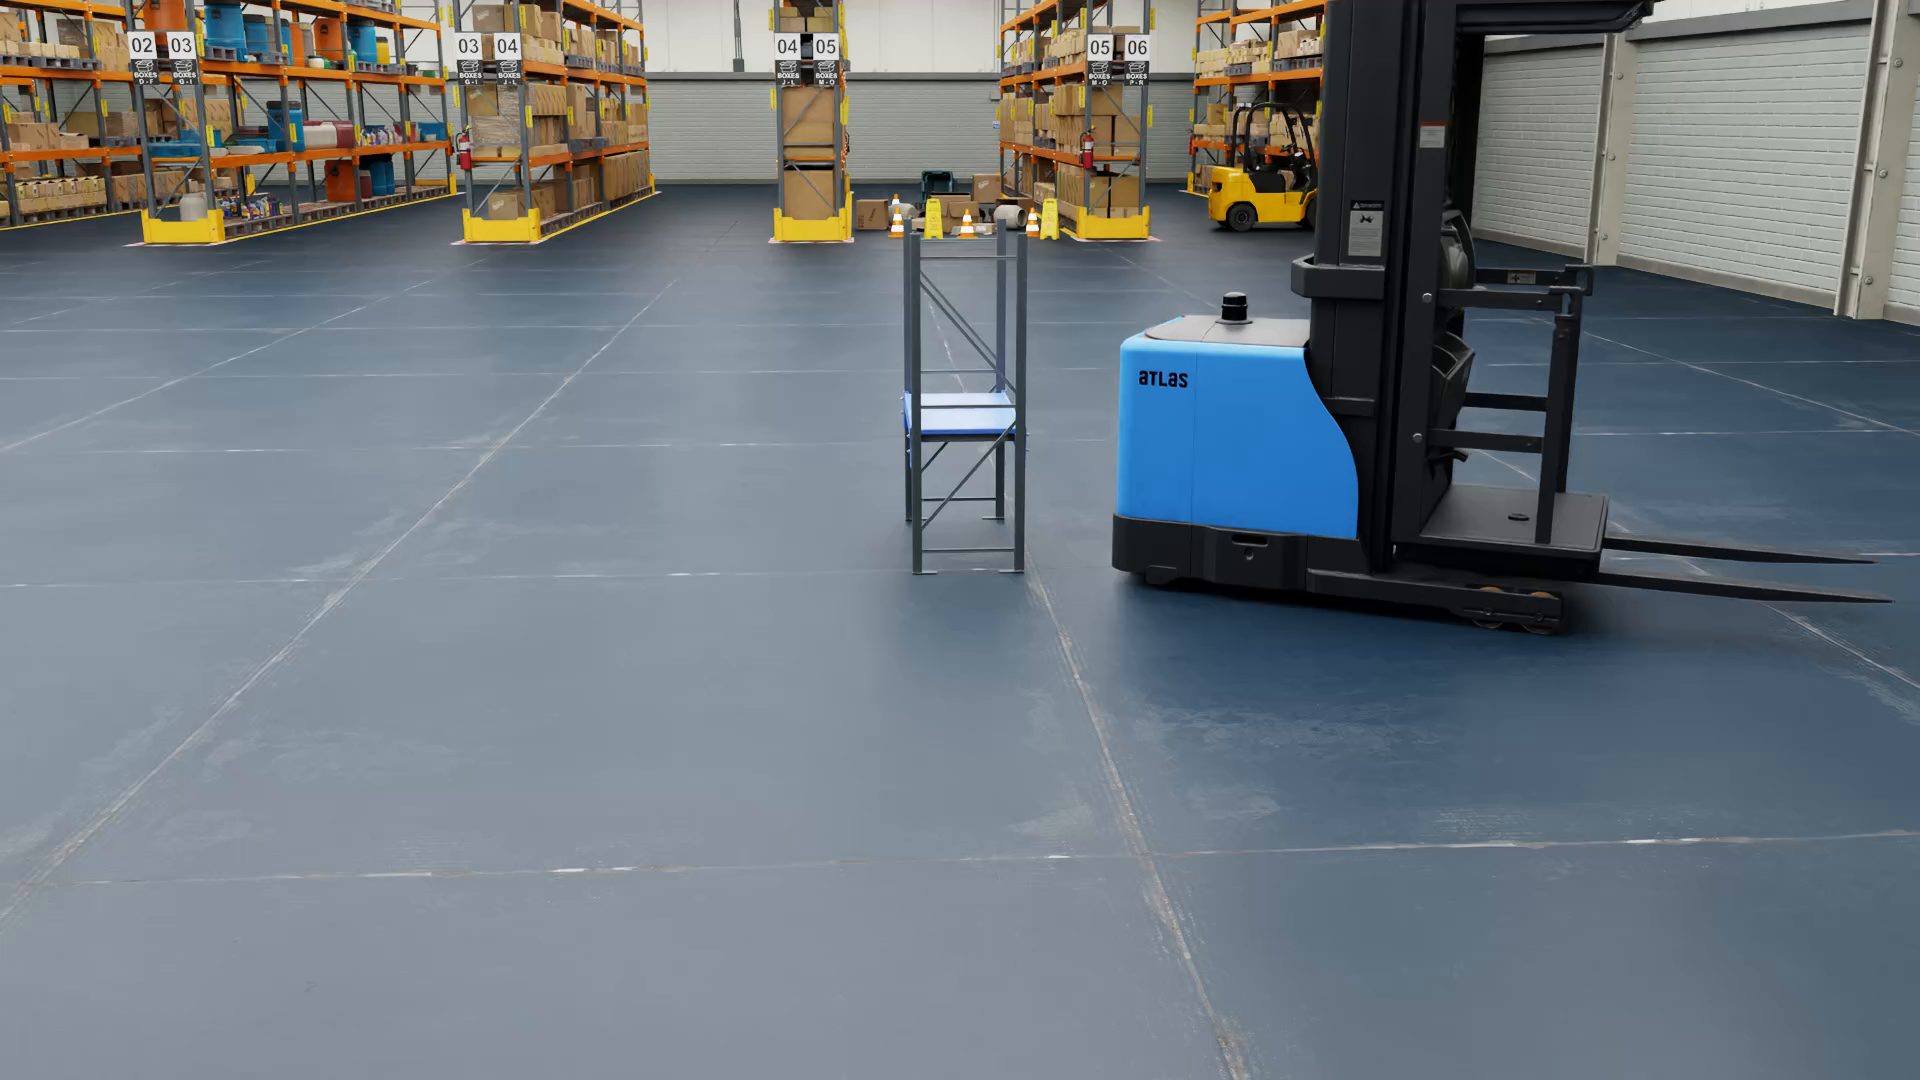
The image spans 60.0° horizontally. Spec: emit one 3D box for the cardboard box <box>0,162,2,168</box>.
[{"bbox_3d":[-23.209,-8.997,39.846,0.380,0.149,0.250,-1,14,-3],"label":"cardboard box"}]

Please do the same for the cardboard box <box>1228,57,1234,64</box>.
[{"bbox_3d":[6.335,-10.925,37.910,0.380,0.149,0.250,-1,14,-3],"label":"cardboard box"}]

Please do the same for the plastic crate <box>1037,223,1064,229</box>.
[{"bbox_3d":[1.552,-5.604,29.645,0.402,0.080,0.583,-6,16,-23],"label":"plastic crate"}]

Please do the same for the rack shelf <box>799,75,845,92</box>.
[{"bbox_3d":[-3.033,-9.916,35.969,1.077,0.370,4.000,-1,14,-3],"label":"rack shelf"}]

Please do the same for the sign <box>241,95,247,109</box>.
[{"bbox_3d":[-17.693,-10.818,41.092,0.100,0.325,0.005,-1,14,-3],"label":"sign"}]

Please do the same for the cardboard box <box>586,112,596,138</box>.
[{"bbox_3d":[-7.658,-8.243,33.002,0.700,0.500,0.500,1,14,5],"label":"cardboard box"}]

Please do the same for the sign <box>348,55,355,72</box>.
[{"bbox_3d":[-12.260,-9.598,33.502,0.100,0.325,0.005,-1,14,-3],"label":"sign"}]

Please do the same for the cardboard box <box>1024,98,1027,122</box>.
[{"bbox_3d":[1.668,-9.324,36.038,0.500,0.500,0.500,-1,14,-3],"label":"cardboard box"}]

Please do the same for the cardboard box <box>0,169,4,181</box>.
[{"bbox_3d":[-22.946,-8.461,39.065,0.700,0.500,0.500,-1,14,-2],"label":"cardboard box"}]

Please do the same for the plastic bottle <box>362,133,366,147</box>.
[{"bbox_3d":[-12.504,-8.391,34.855,0.061,0.283,0.133,-1,14,-3],"label":"plastic bottle"}]

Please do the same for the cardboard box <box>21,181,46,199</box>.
[{"bbox_3d":[-17.308,-6.490,30.782,0.500,0.311,0.500,-1,14,-4],"label":"cardboard box"}]

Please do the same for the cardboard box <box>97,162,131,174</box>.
[{"bbox_3d":[-18.120,-7.974,35.625,0.500,0.250,0.500,-1,14,-4],"label":"cardboard box"}]

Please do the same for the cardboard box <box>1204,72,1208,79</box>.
[{"bbox_3d":[6.249,-11.473,41.084,0.380,0.149,0.250,-1,14,-4],"label":"cardboard box"}]

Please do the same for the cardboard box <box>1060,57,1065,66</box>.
[{"bbox_3d":[2.006,-8.604,29.933,0.380,0.149,0.250,-1,14,-3],"label":"cardboard box"}]

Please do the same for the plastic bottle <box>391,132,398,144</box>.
[{"bbox_3d":[-12.710,-9.028,37.343,0.152,0.276,0.135,-1,14,-3],"label":"plastic bottle"}]

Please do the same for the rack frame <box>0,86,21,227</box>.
[{"bbox_3d":[-17.505,-7.116,29.663,1.000,3.000,0.127,-1,14,-3],"label":"rack frame"}]

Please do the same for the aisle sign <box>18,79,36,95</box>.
[{"bbox_3d":[-22.897,-11.304,40.725,0.394,0.787,0.004,-1,14,-3],"label":"aisle sign"}]

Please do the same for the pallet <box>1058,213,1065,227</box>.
[{"bbox_3d":[2.350,-5.904,30.549,1.003,0.211,1.213,-1,14,-3],"label":"pallet"}]

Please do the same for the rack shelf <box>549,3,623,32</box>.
[{"bbox_3d":[-7.989,-11.123,35.445,1.077,0.370,4.000,-1,14,-3],"label":"rack shelf"}]

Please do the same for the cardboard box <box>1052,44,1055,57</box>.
[{"bbox_3d":[2.036,-9.400,31.979,0.500,0.250,0.500,-1,14,-3],"label":"cardboard box"}]

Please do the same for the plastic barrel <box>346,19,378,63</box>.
[{"bbox_3d":[-12.798,-10.658,35.560,0.600,0.901,0.708,-1,14,-3],"label":"plastic barrel"}]

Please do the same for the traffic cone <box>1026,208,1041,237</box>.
[{"bbox_3d":[1.207,-5.284,27.636,0.336,0.463,0.334,-1,14,-3],"label":"traffic cone"}]

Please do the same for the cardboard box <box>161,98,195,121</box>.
[{"bbox_3d":[-17.749,-9.760,37.731,0.500,0.500,0.500,-1,14,-2],"label":"cardboard box"}]

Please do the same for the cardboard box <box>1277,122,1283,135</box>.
[{"bbox_3d":[6.793,-8.424,34.045,0.500,0.250,0.500,0,14,-2],"label":"cardboard box"}]

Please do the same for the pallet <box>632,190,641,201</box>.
[{"bbox_3d":[-8.082,-8.097,39.074,1.003,0.211,1.213,-1,14,-3],"label":"pallet"}]

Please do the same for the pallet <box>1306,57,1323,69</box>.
[{"bbox_3d":[7.160,-9.078,31.652,0.805,0.209,1.217,-1,15,-6],"label":"pallet"}]

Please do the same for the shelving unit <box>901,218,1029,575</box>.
[{"bbox_3d":[0.005,-0.705,7.757,0.538,1.500,1.048,-1,14,-3],"label":"shelving unit"}]

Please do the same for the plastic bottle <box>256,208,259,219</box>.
[{"bbox_3d":[-12.148,-5.645,28.679,0.097,0.201,0.097,0,14,0],"label":"plastic bottle"}]

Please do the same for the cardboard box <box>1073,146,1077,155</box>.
[{"bbox_3d":[2.118,-6.583,28.096,0.380,0.149,0.250,-1,14,-2],"label":"cardboard box"}]

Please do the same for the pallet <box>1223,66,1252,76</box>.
[{"bbox_3d":[6.702,-10.686,37.898,1.213,0.211,1.003,-1,14,-3],"label":"pallet"}]

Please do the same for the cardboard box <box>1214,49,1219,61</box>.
[{"bbox_3d":[6.397,-11.628,39.882,0.500,0.250,0.500,-1,14,-2],"label":"cardboard box"}]

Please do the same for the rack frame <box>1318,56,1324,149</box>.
[{"bbox_3d":[7.227,-7.498,31.150,1.000,3.000,0.127,-1,14,-3],"label":"rack frame"}]

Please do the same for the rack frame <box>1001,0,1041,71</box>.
[{"bbox_3d":[1.530,-13.311,41.700,1.000,3.000,0.127,-1,14,-3],"label":"rack frame"}]

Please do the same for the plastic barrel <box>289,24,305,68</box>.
[{"bbox_3d":[-12.934,-9.477,31.957,0.600,0.830,0.708,-1,14,-3],"label":"plastic barrel"}]

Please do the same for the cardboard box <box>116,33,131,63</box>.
[{"bbox_3d":[-17.958,-10.400,35.164,0.600,0.600,0.600,-1,15,-6],"label":"cardboard box"}]

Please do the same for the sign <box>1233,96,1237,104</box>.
[{"bbox_3d":[7.039,-11.200,42.579,0.100,0.325,0.005,-1,14,-3],"label":"sign"}]

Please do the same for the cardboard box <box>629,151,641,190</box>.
[{"bbox_3d":[-8.130,-8.821,39.712,0.875,0.875,0.875,-1,14,-3],"label":"cardboard box"}]

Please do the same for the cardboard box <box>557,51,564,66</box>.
[{"bbox_3d":[-7.329,-8.539,29.474,0.500,0.250,0.500,0,14,-1],"label":"cardboard box"}]

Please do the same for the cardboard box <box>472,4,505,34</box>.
[{"bbox_3d":[-7.718,-8.542,27.385,0.500,0.500,0.500,-1,14,-3],"label":"cardboard box"}]

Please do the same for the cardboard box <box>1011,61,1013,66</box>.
[{"bbox_3d":[1.402,-11.213,39.027,0.380,0.149,0.250,-1,14,-2],"label":"cardboard box"}]

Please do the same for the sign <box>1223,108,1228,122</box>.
[{"bbox_3d":[6.191,-9.897,38.735,0.100,0.325,0.005,-1,14,-3],"label":"sign"}]

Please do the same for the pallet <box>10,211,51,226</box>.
[{"bbox_3d":[-17.590,-5.948,30.720,1.003,0.211,1.213,-1,14,-3],"label":"pallet"}]

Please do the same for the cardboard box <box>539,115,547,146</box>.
[{"bbox_3d":[-7.534,-6.975,28.317,0.875,0.500,0.500,-1,14,-3],"label":"cardboard box"}]

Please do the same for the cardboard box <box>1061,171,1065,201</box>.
[{"bbox_3d":[2.085,-6.372,29.942,0.500,0.500,0.500,0,14,-1],"label":"cardboard box"}]

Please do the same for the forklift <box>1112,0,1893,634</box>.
[{"bbox_3d":[2.233,-1.197,6.796,3.031,2.935,1.130,6,16,22],"label":"forklift"}]

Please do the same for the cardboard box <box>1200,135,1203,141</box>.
[{"bbox_3d":[6.292,-10.213,42.203,0.380,0.149,0.250,-1,14,-2],"label":"cardboard box"}]

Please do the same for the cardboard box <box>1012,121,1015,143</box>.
[{"bbox_3d":[1.494,-9.570,39.002,0.500,0.500,0.500,-1,14,-3],"label":"cardboard box"}]

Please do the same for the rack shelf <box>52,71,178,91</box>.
[{"bbox_3d":[-17.877,-9.712,35.178,1.077,0.370,4.000,-1,14,-3],"label":"rack shelf"}]

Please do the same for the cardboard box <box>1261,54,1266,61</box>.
[{"bbox_3d":[6.671,-10.342,35.684,0.380,0.149,0.250,-1,14,-3],"label":"cardboard box"}]
